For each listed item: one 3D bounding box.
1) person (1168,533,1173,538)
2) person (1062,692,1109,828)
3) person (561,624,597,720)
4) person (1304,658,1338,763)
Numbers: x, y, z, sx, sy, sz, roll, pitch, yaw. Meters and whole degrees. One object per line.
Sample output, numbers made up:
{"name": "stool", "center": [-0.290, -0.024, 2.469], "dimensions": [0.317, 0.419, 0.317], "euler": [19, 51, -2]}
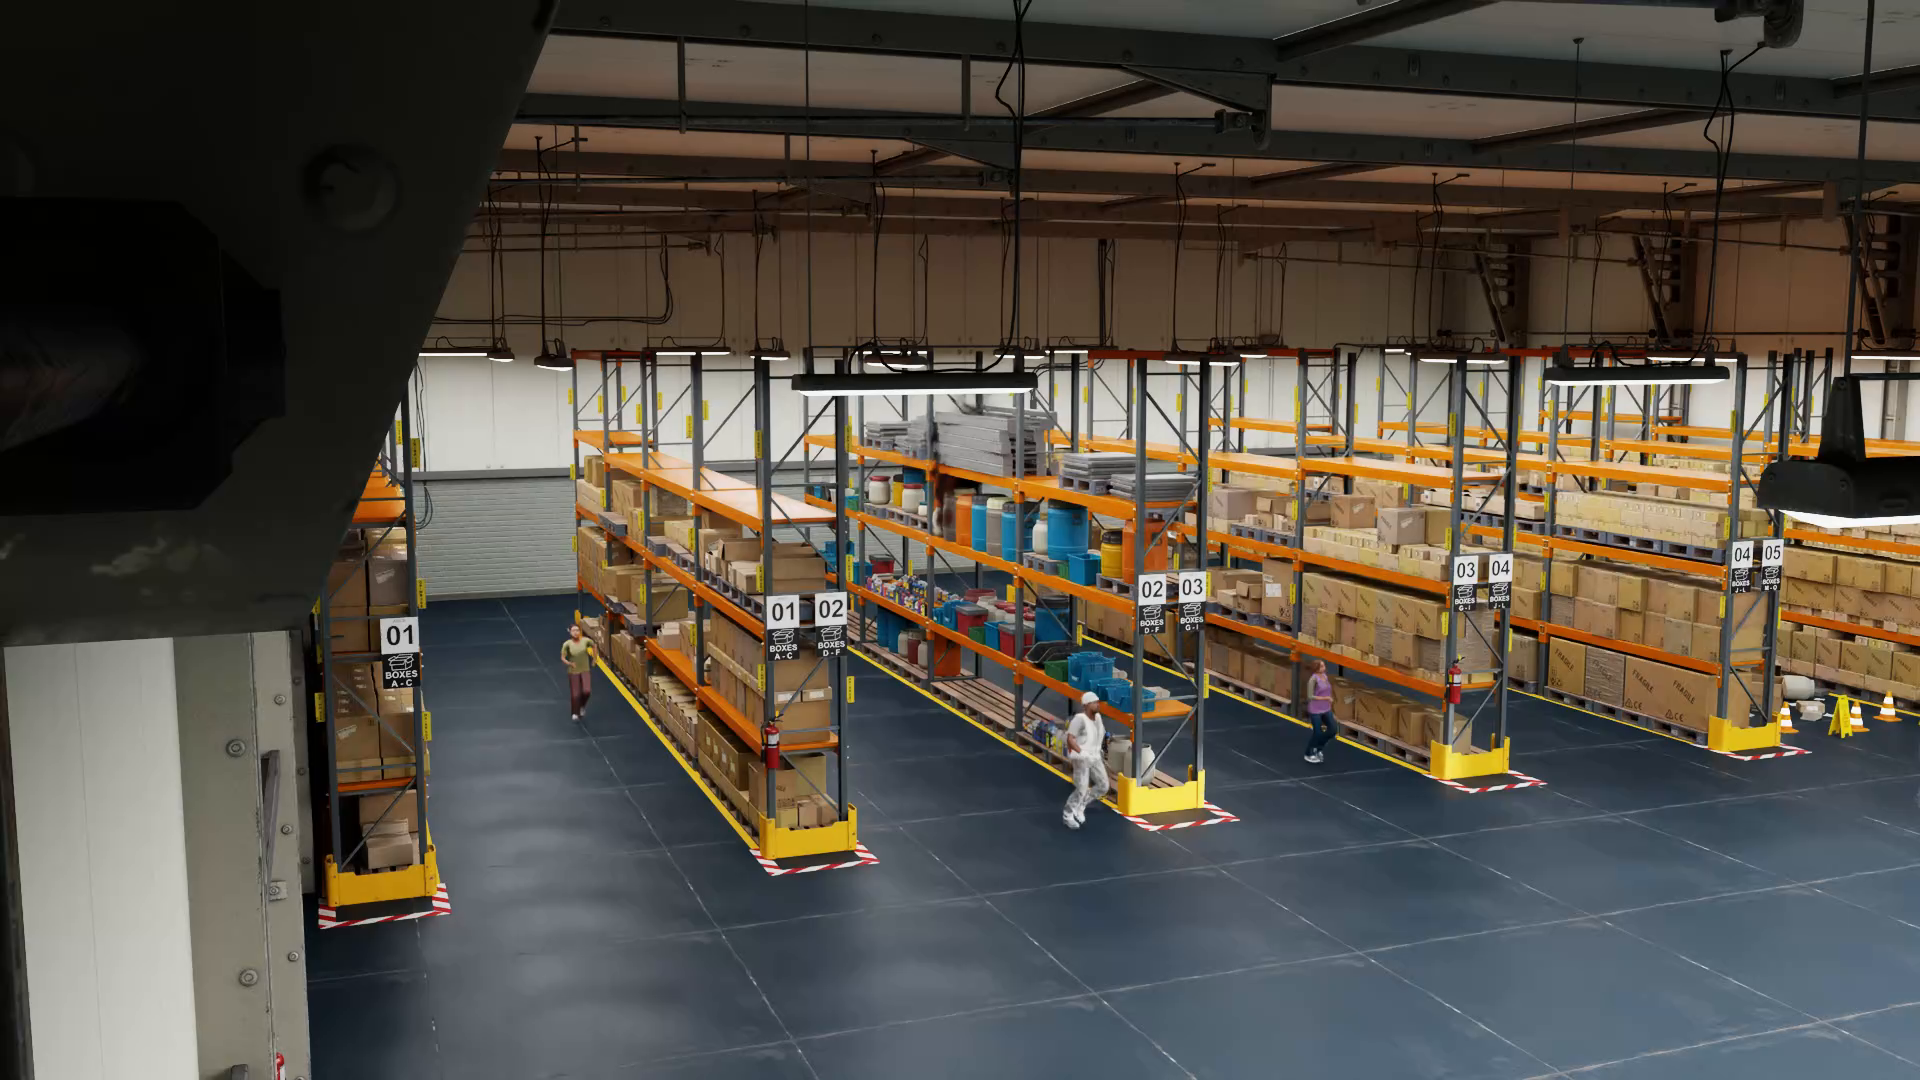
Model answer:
{"name": "person", "center": [4.865, 0.387, 41.015], "dimensions": [0.559, 1.690, 0.785], "euler": [-2, 7, -18]}
{"name": "person", "center": [1.678, 2.818, 21.415], "dimensions": [0.542, 1.723, 0.742], "euler": [7, 10, 43]}
{"name": "person", "center": [-6.193, 2.158, 27.067], "dimensions": [0.596, 1.622, 0.716], "euler": [-2, 7, -16]}
{"name": "person", "center": [5.311, 2.516, 24.380], "dimensions": [0.519, 1.564, 0.580], "euler": [-6, 9, -38]}
